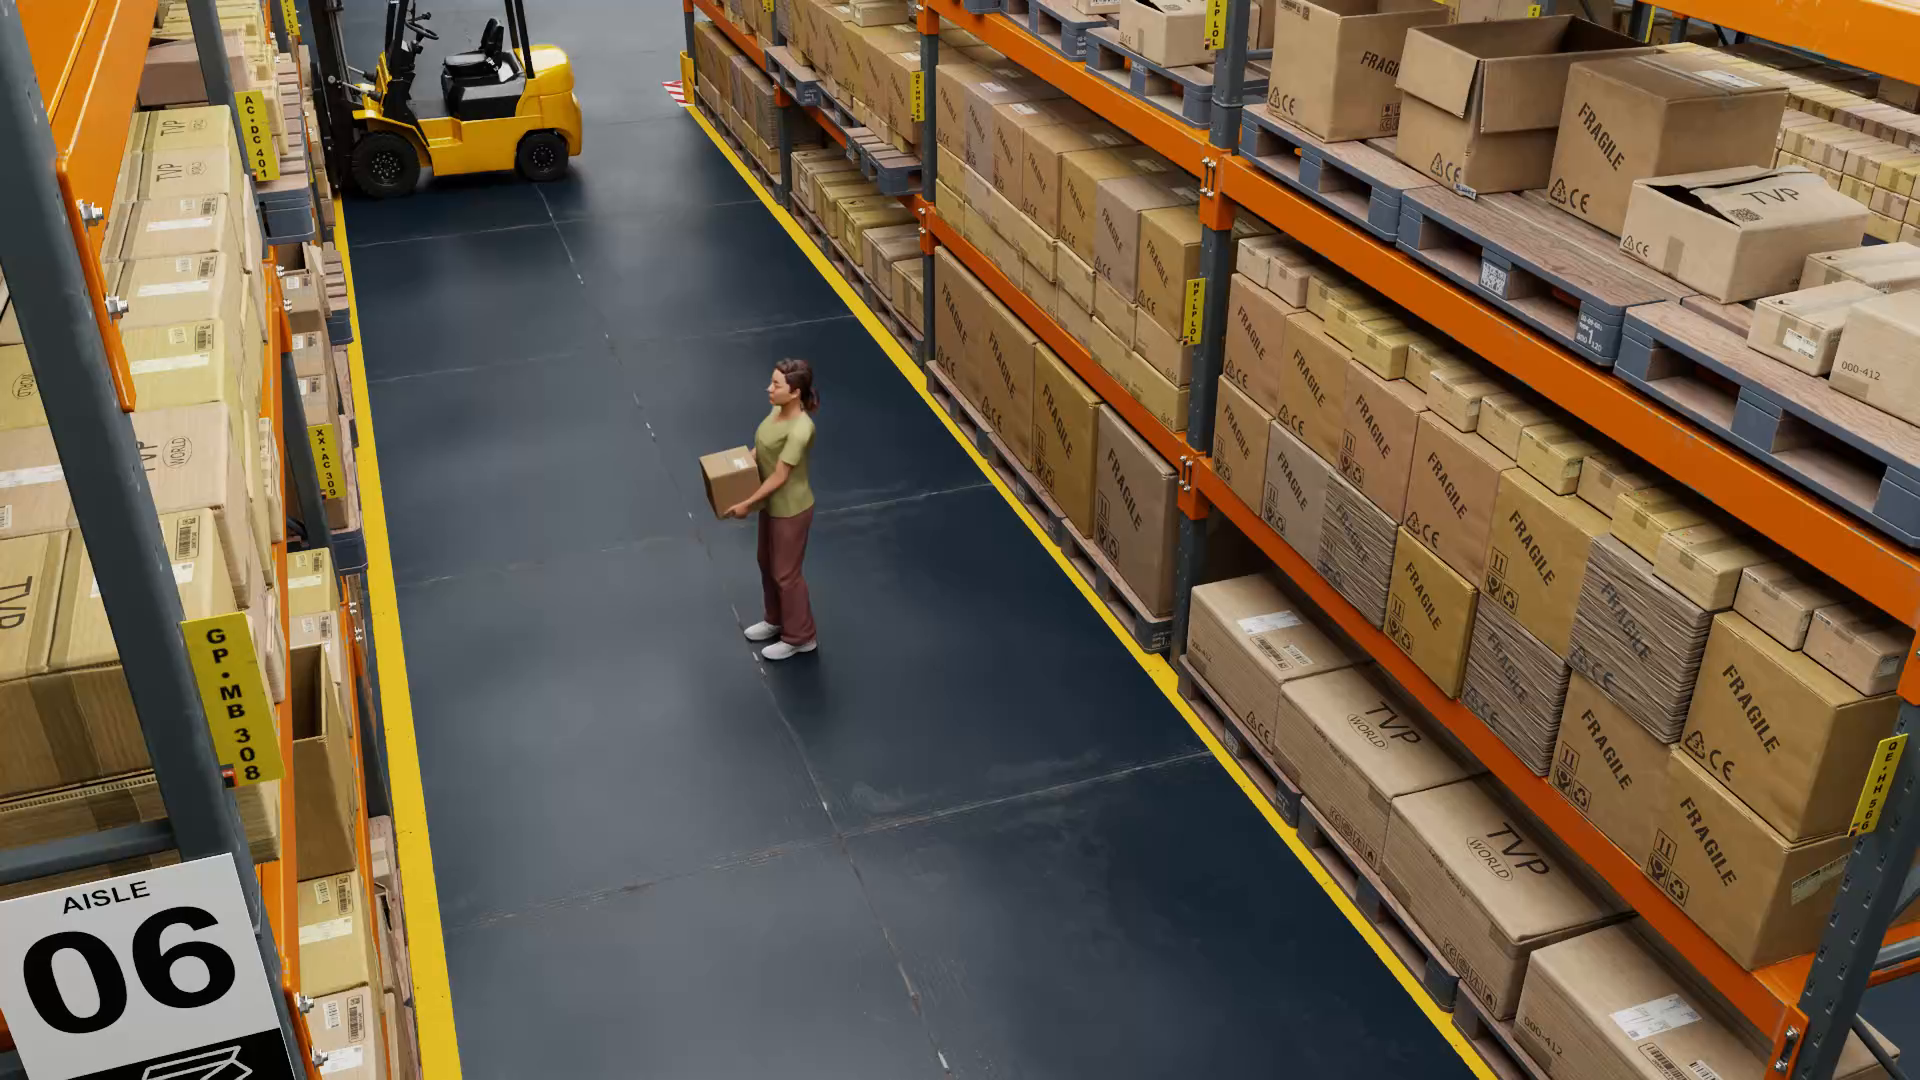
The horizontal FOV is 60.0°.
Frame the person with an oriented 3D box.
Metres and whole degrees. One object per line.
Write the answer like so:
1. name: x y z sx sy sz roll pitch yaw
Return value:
1. person: -0.969 -0.159 8.629 0.561 1.662 0.426 -10 31 -17
